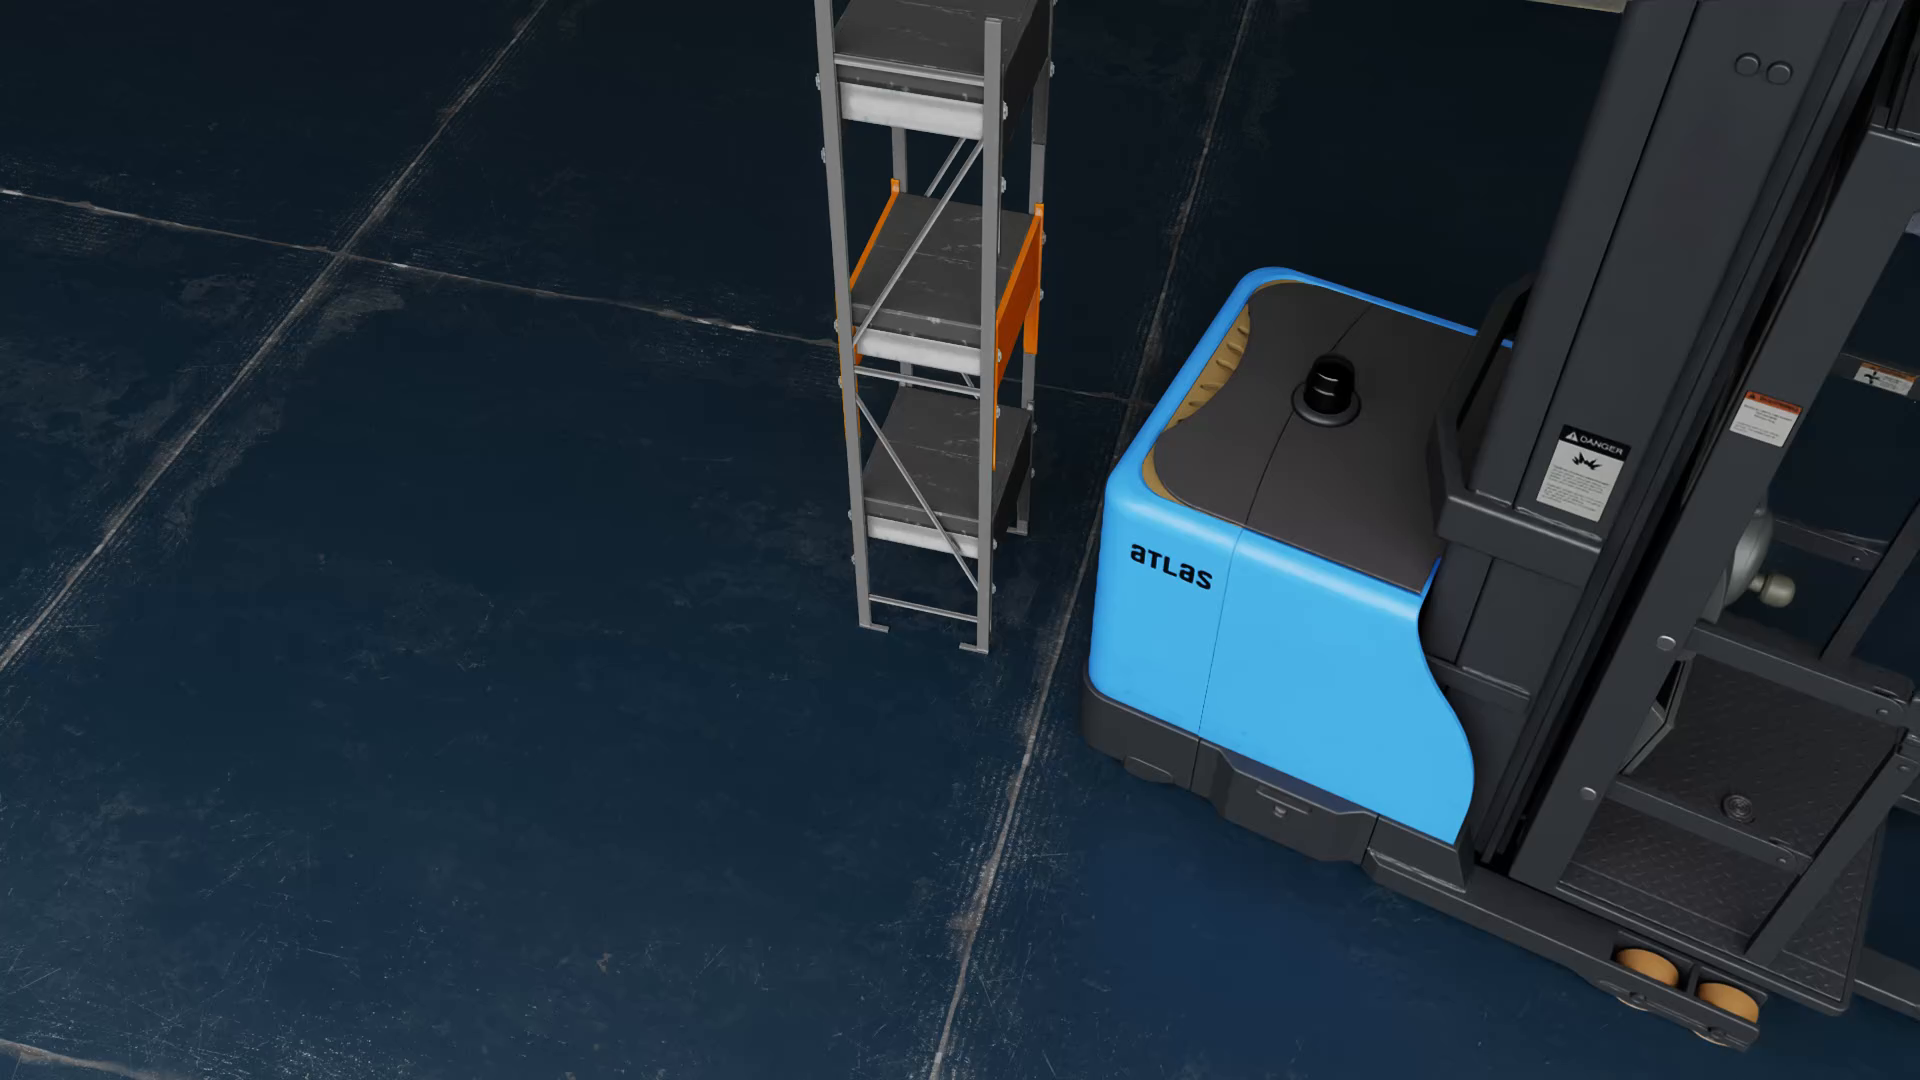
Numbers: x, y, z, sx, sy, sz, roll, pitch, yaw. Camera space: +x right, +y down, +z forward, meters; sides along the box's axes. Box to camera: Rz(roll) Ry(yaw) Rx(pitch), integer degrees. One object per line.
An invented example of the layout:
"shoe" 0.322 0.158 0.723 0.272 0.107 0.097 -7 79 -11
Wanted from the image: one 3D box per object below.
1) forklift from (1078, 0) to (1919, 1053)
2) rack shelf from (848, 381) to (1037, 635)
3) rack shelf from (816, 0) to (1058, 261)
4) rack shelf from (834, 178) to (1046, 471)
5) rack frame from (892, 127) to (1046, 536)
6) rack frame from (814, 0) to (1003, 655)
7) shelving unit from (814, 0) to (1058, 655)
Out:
"forklift" 1.877 -0.175 3.449 3.031 2.935 1.130 22 52 18
"rack shelf" -0.044 -0.103 4.892 0.431 0.518 0.480 12 50 10
"rack shelf" -0.044 -1.029 3.842 0.431 0.518 0.480 12 50 10
"rack shelf" -0.044 -0.566 4.367 0.431 0.518 0.480 12 50 10
"rack frame" 0.021 -0.752 4.513 0.400 2.100 0.015 12 50 10
"rack frame" -0.108 -0.399 4.201 0.400 2.100 0.015 12 50 10
"shelving unit" -0.044 -0.575 4.357 0.431 2.100 0.503 12 50 10
